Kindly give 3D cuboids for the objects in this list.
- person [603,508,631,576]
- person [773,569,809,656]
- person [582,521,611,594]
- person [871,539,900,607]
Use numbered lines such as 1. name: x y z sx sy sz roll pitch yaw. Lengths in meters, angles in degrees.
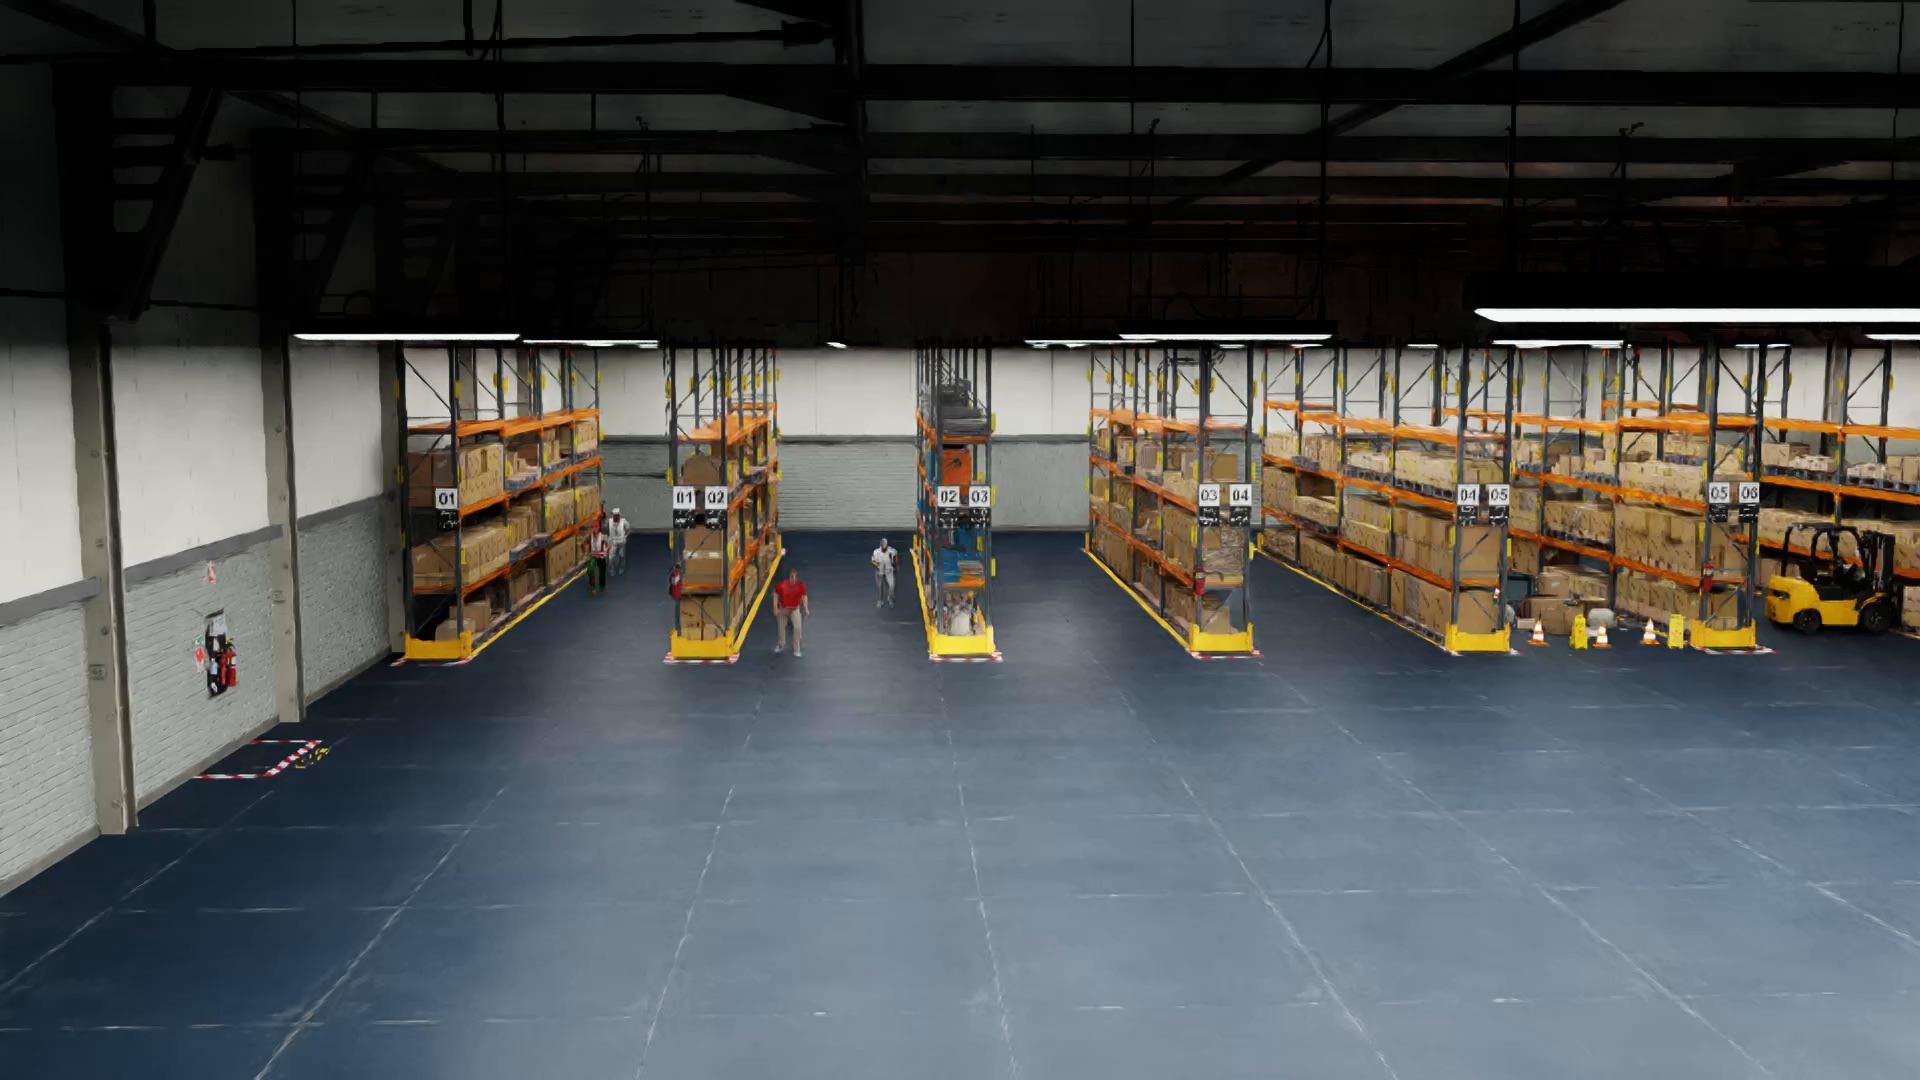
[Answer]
1. person: -8.786 0.034 42.563 0.730 1.721 0.822 -1 7 -7
2. person: -3.227 1.335 31.664 0.670 1.640 0.834 -1 7 -12
3. person: -8.611 0.397 39.356 0.710 1.728 0.816 -1 7 -7
4. person: -1.665 0.731 37.095 0.601 1.581 0.871 0 7 4
